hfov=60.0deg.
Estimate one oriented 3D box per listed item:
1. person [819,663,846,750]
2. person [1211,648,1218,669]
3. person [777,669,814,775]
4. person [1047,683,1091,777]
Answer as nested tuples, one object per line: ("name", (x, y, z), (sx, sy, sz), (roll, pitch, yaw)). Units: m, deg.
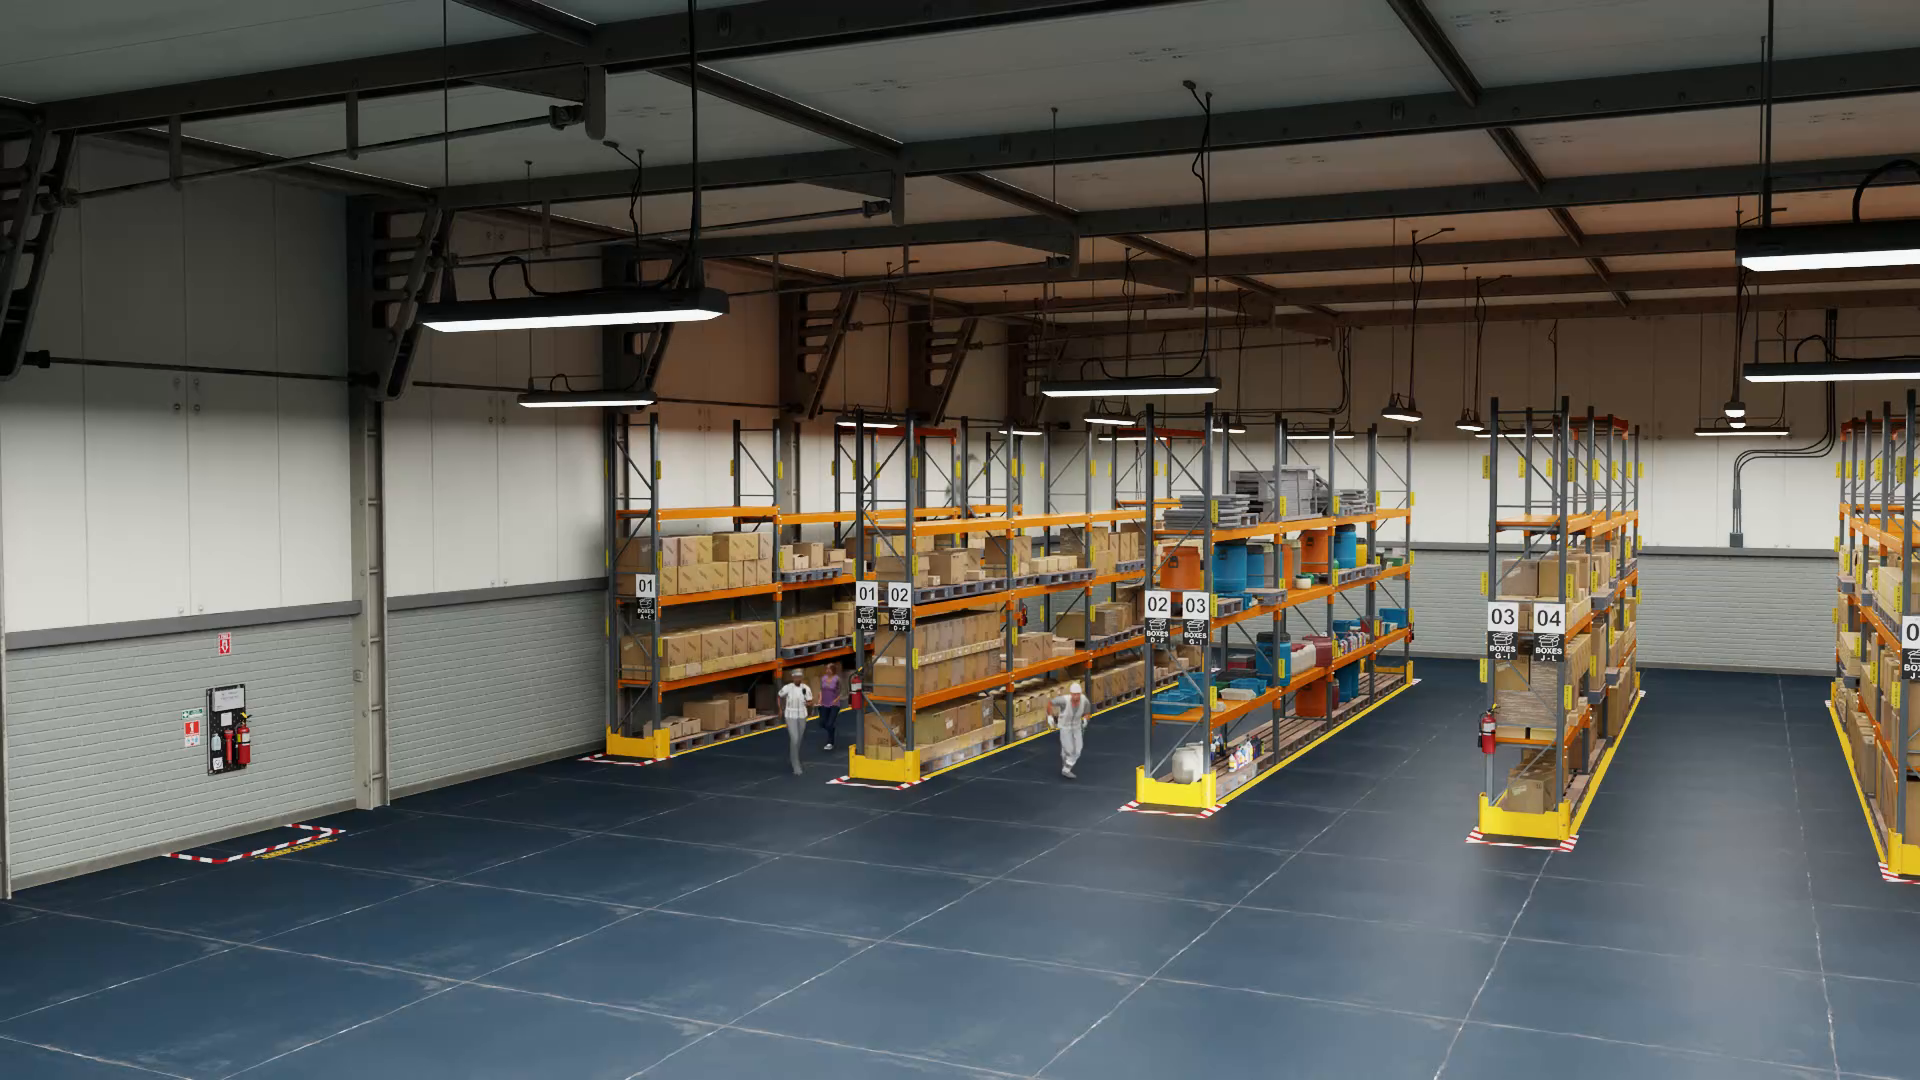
("person", (-2.308, 2.970, 29.783), (0.524, 1.550, 0.531), (1, 3, 19))
("person", (6.213, 2.403, 42.274), (0.960, 1.696, 0.573), (2, 3, 42))
("person", (-2.721, 2.993, 27.637), (0.542, 1.749, 0.837), (-1, 3, -25))
("person", (1.761, 3.081, 26.868), (0.694, 1.591, 0.826), (-1, 2, -12))
